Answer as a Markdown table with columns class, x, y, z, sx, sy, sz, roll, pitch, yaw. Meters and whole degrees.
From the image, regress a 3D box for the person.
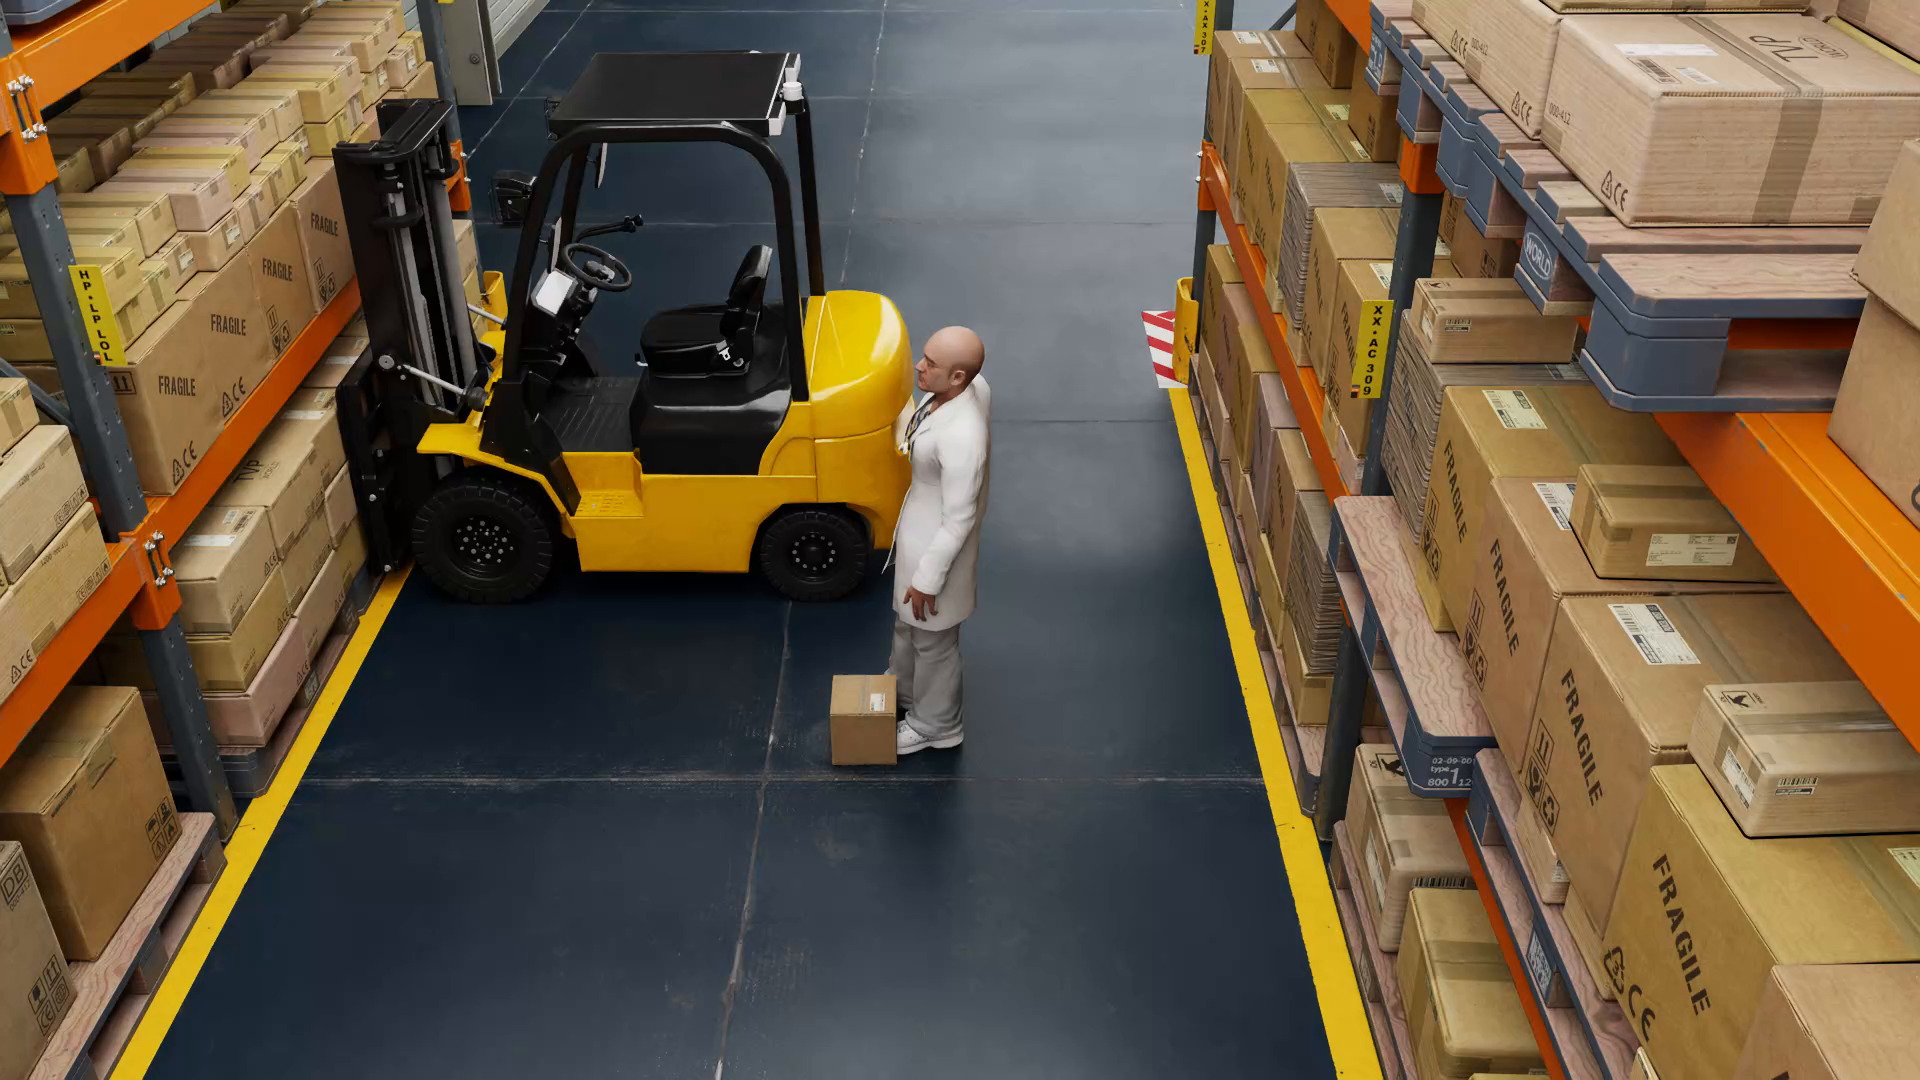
| class | x | y | z | sx | sy | sz | roll | pitch | yaw |
| --- | --- | --- | --- | --- | --- | --- | --- | --- | --- |
| person | -0.178 | 0.025 | 6.090 | 0.581 | 1.775 | 0.694 | 0 | 31 | 0 |
